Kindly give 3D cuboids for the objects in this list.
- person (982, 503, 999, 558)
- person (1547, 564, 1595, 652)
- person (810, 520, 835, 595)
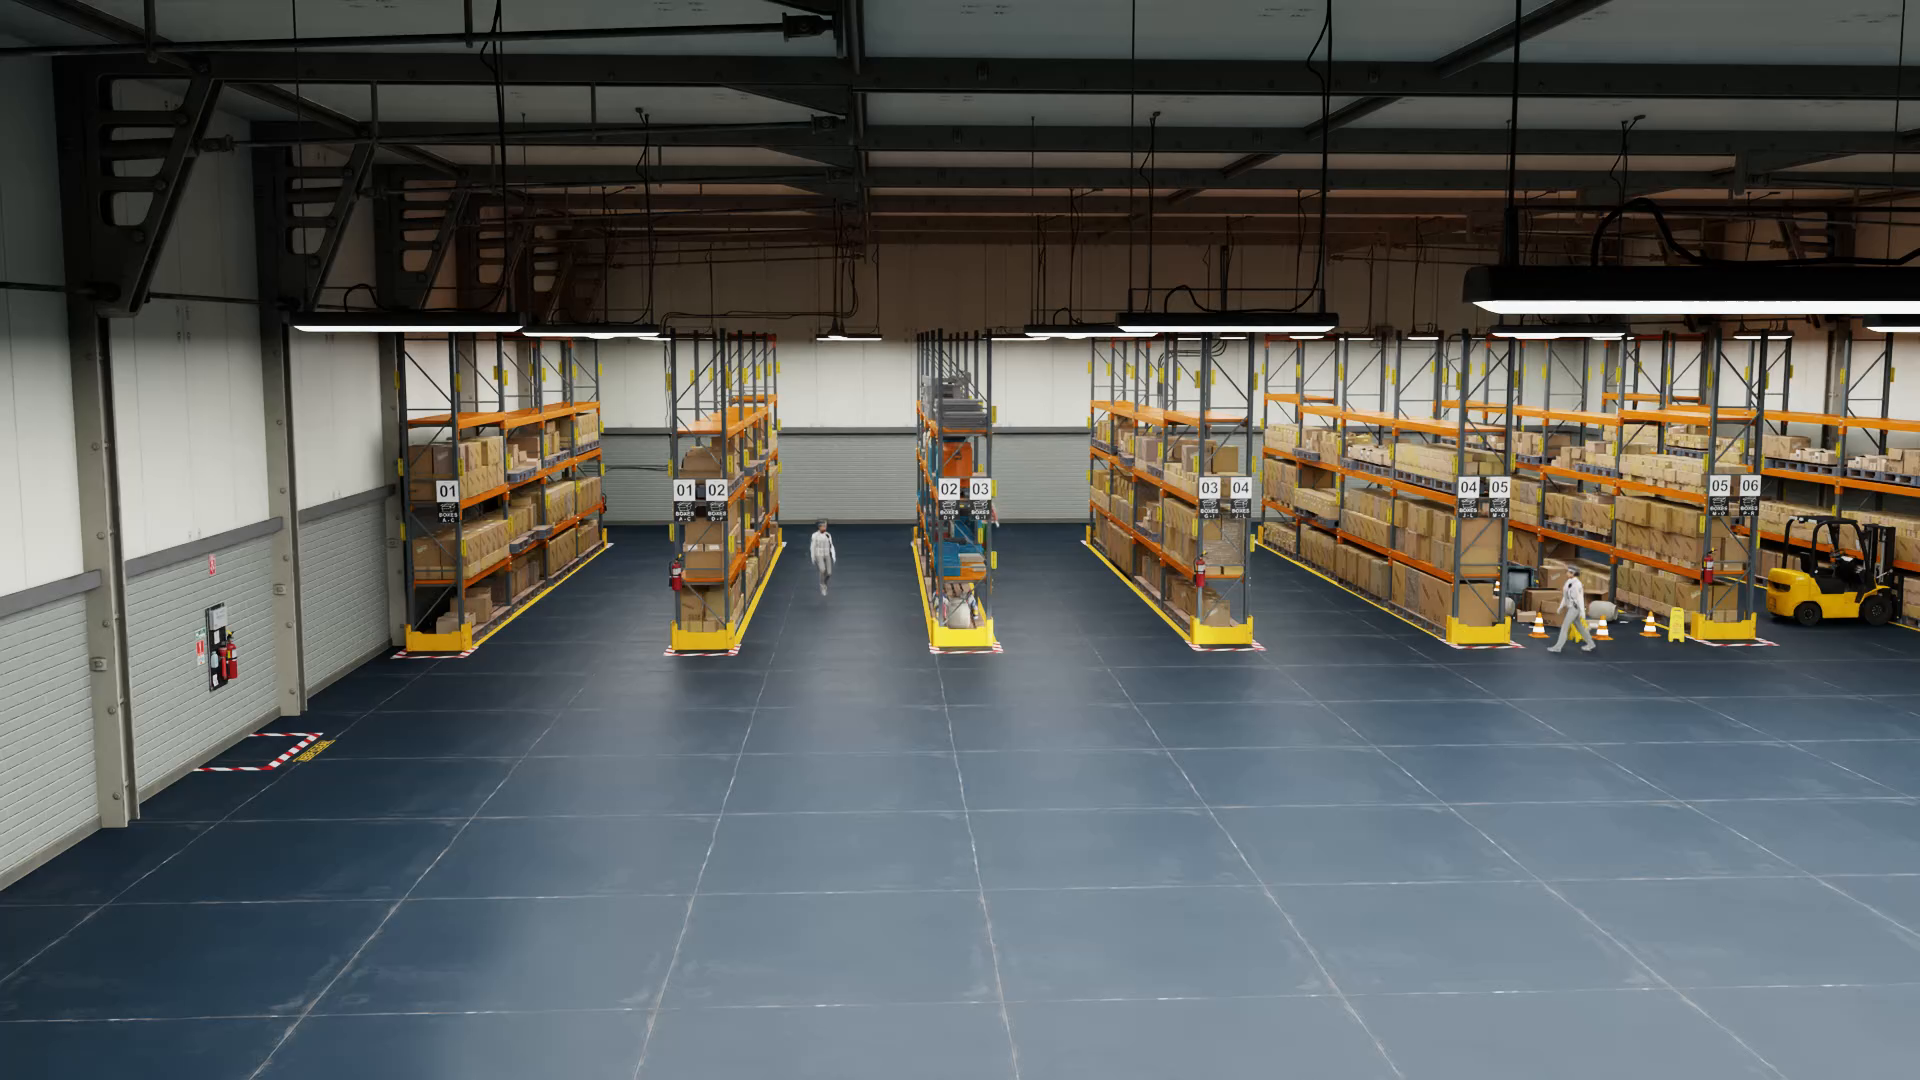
[{"bbox_3d":[0.743,-0.434,44.700,0.544,1.751,0.969,-2,7,-16],"label":"person"},{"bbox_3d":[11.376,1.263,30.894,0.969,1.635,0.513,0,7,1],"label":"person"},{"bbox_3d":[-2.972,0.374,36.670,0.507,1.601,0.690,-4,8,-28],"label":"person"}]
